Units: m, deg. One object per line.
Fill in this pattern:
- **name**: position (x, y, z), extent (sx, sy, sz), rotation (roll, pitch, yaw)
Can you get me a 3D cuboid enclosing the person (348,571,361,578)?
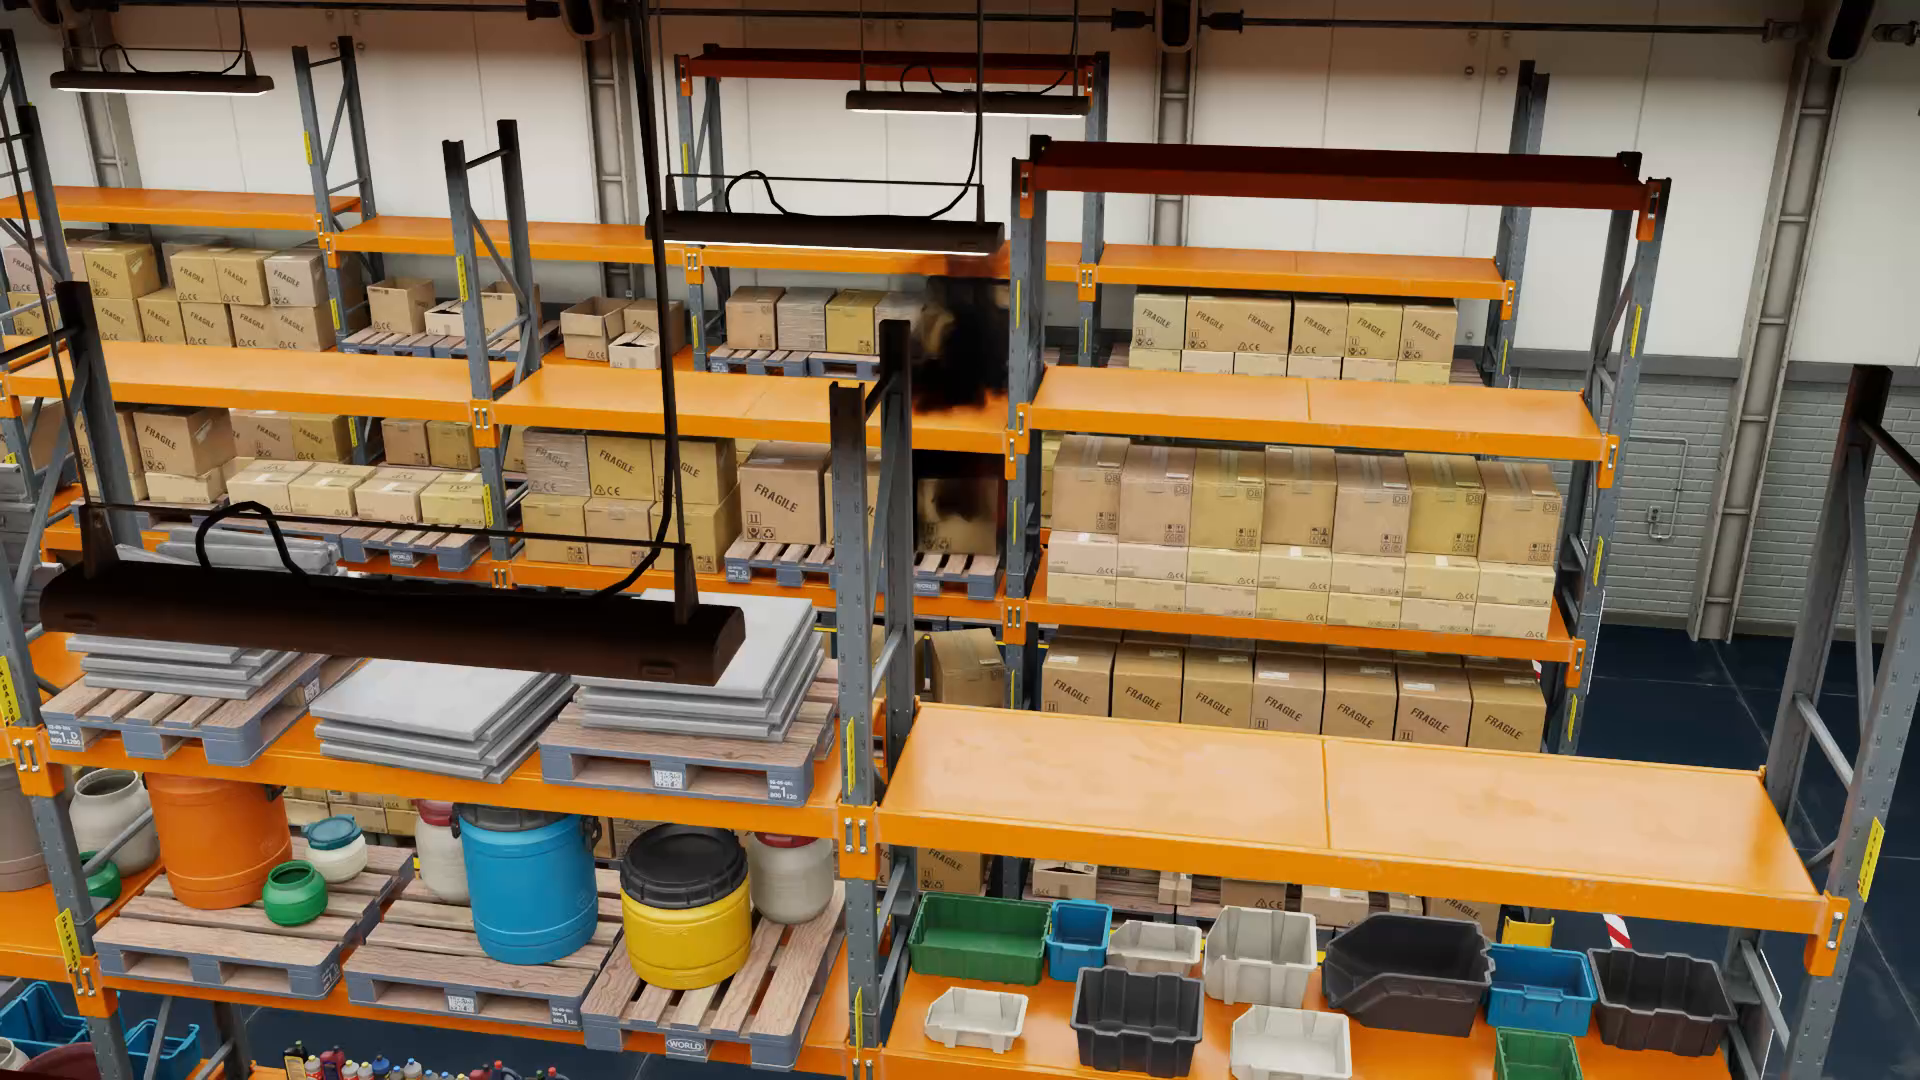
- **person**: position (-5.957, 0.740, 16.367), extent (0.925, 1.842, 0.672), rotation (3, 23, 6)
